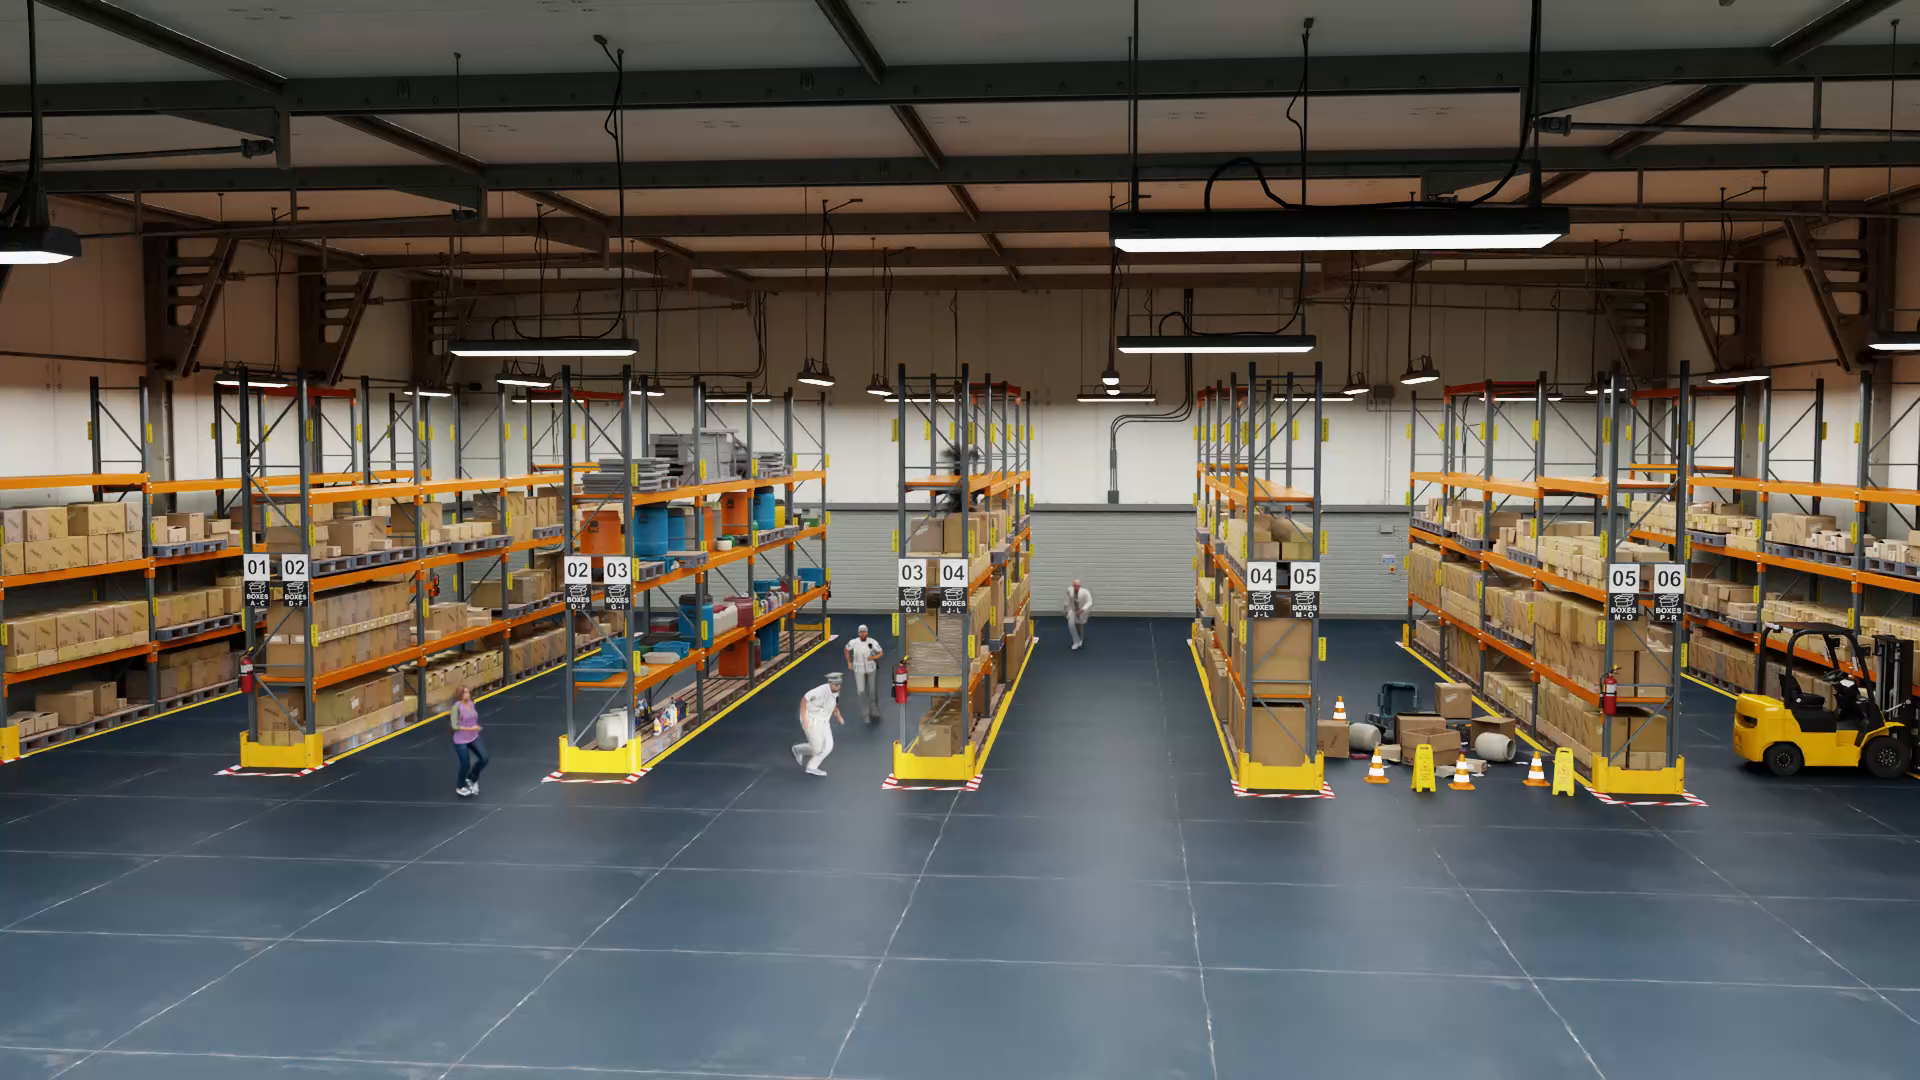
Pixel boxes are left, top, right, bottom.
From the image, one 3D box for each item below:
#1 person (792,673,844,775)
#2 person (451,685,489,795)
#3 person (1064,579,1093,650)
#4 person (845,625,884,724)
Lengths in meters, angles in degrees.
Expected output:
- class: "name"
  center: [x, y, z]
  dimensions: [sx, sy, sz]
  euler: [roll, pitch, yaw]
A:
- class: "person"
  center: [-2.093, 2.683, 24.261]
  dimensions: [0.927, 1.550, 0.682]
  euler: [3, 5, 36]
- class: "person"
  center: [-6.781, 2.751, 22.803]
  dimensions: [0.564, 1.556, 0.479]
  euler: [3, 5, 37]
- class: "person"
  center: [2.776, 1.779, 38.712]
  dimensions: [0.728, 1.470, 1.092]
  euler: [1, 4, 17]
- class: "person"
  center: [-1.671, 2.327, 28.972]
  dimensions: [0.689, 1.715, 0.777]
  euler: [0, 4, -2]
